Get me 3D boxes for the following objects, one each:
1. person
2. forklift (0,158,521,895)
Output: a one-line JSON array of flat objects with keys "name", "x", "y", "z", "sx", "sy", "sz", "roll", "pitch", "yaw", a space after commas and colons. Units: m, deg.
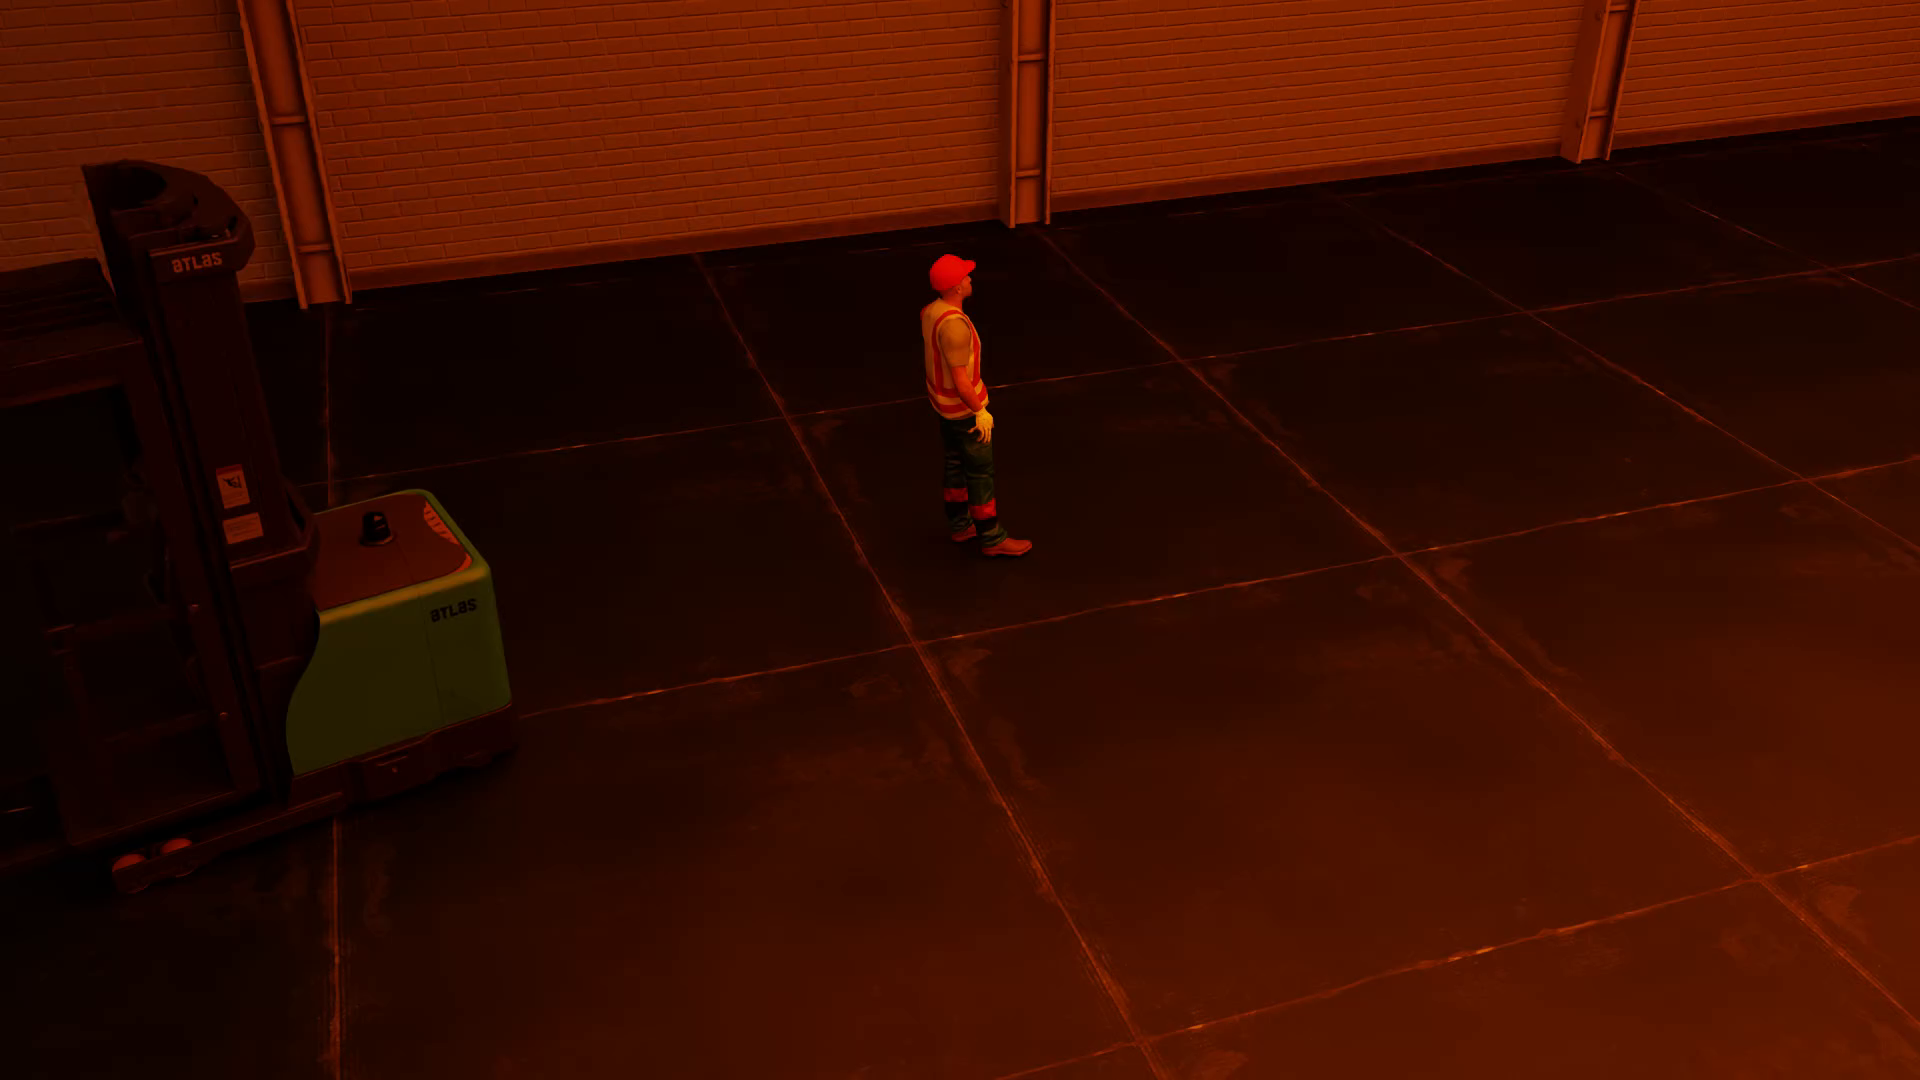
[{"name": "person", "x": 0.080, "y": -0.789, "z": 9.588, "sx": 0.564, "sy": 1.787, "sz": 0.637, "roll": -10, "pitch": 31, "yaw": -16}, {"name": "forklift", "x": -3.676, "y": -0.018, "z": 7.119, "sx": 3.031, "sy": 2.935, "sz": 1.130, "roll": -18, "pitch": 34, "yaw": -28}]
